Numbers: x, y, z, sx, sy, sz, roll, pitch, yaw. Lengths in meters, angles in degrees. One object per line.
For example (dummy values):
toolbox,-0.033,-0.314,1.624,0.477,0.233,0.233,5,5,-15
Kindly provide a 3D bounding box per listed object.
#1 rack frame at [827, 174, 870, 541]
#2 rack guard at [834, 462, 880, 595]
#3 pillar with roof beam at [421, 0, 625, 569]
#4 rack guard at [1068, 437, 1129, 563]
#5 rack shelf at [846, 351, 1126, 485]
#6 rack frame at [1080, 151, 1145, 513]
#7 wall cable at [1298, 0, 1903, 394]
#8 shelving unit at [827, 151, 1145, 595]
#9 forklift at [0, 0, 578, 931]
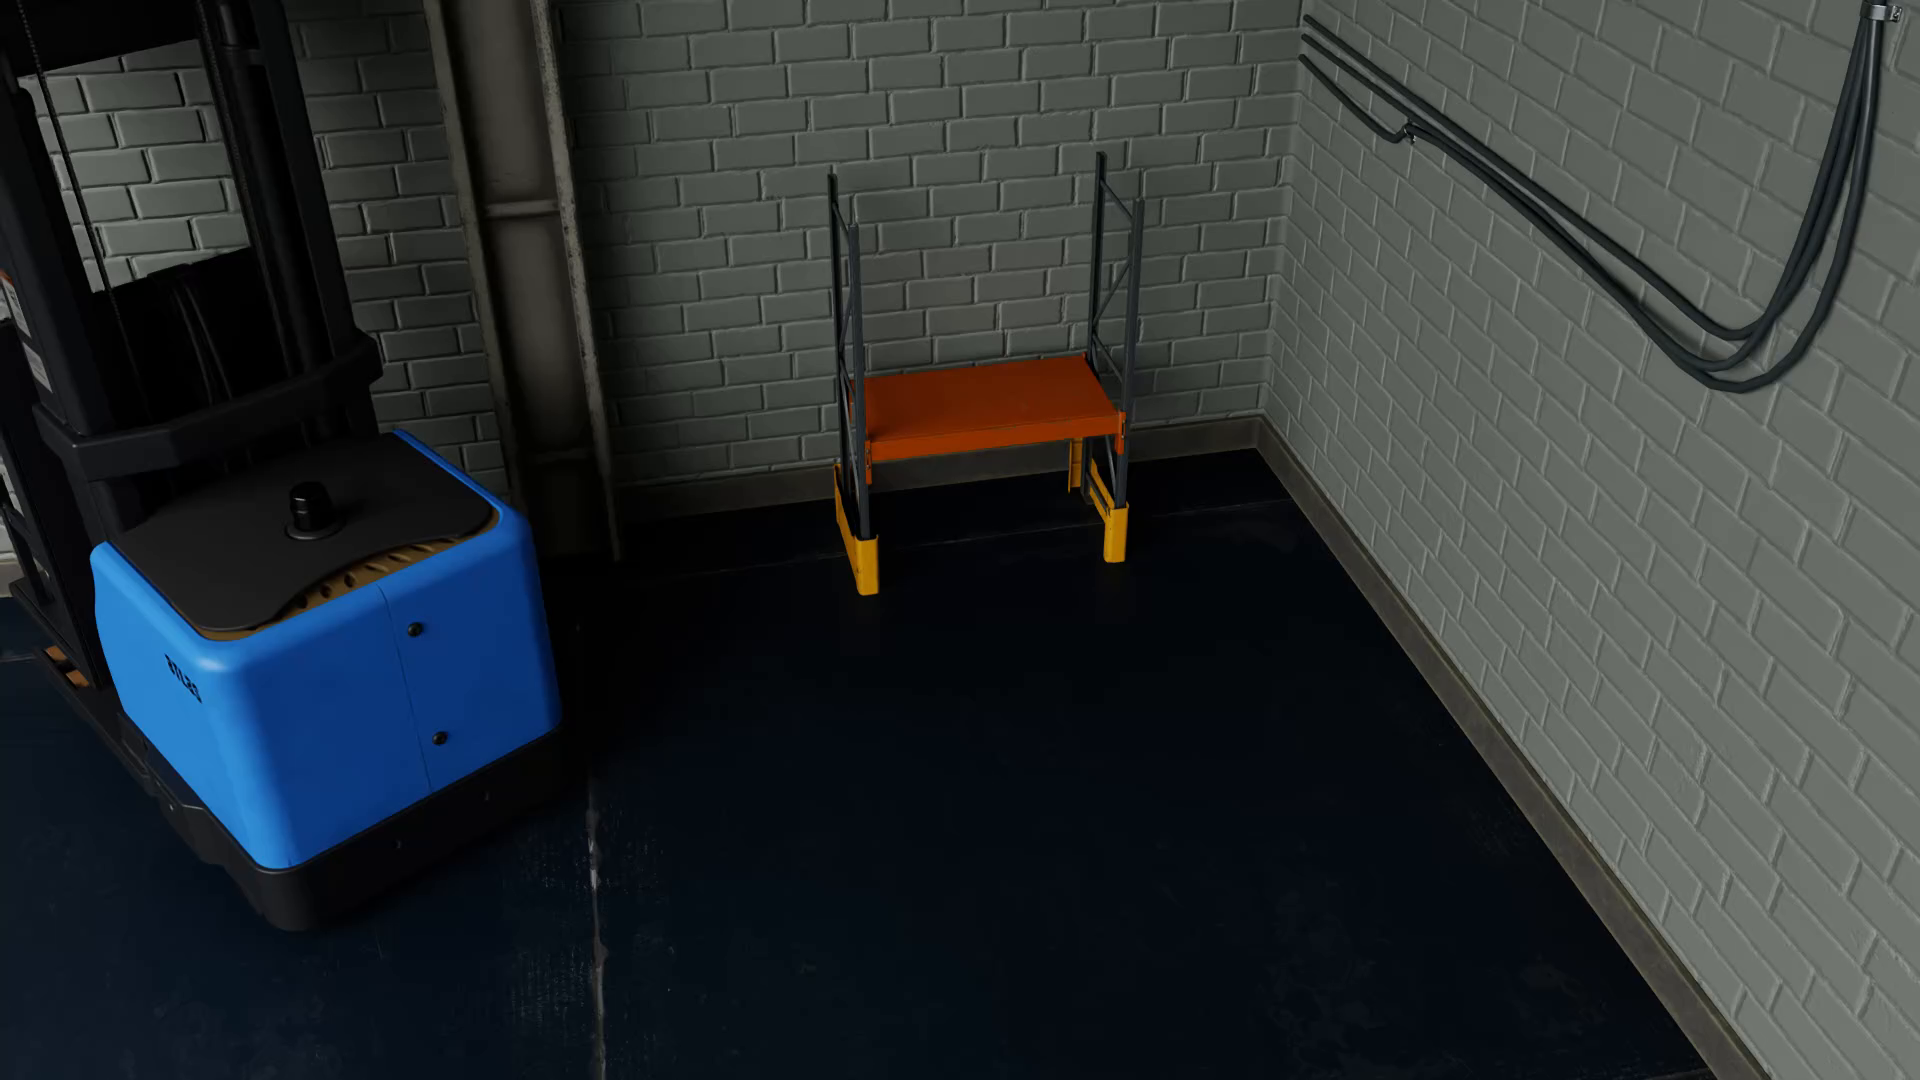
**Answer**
rack frame,-0.413,-0.571,6.255,0.032,1.500,0.500,-7,35,-11
rack guard,-0.411,-0.052,6.603,0.087,0.250,0.587,-7,35,-11
pillar with roof beam,-0.614,-1.377,0.726,0.400,9.000,9.100,-7,35,-11
rack guard,0.560,-0.174,6.786,0.087,0.250,0.587,-7,35,-11
rack shelf,0.083,-0.484,6.448,1.000,0.185,0.538,-7,35,-11
rack frame,0.579,-0.696,6.441,0.032,1.500,0.500,-7,35,-11
wall cable,1.601,-2.071,4.547,0.112,2.526,3.097,-7,35,-11
shelving unit,0.074,-0.632,6.346,1.083,1.500,0.587,-7,35,-11
forklift,-2.649,-0.786,5.291,1.130,2.935,3.031,-29,43,-35
